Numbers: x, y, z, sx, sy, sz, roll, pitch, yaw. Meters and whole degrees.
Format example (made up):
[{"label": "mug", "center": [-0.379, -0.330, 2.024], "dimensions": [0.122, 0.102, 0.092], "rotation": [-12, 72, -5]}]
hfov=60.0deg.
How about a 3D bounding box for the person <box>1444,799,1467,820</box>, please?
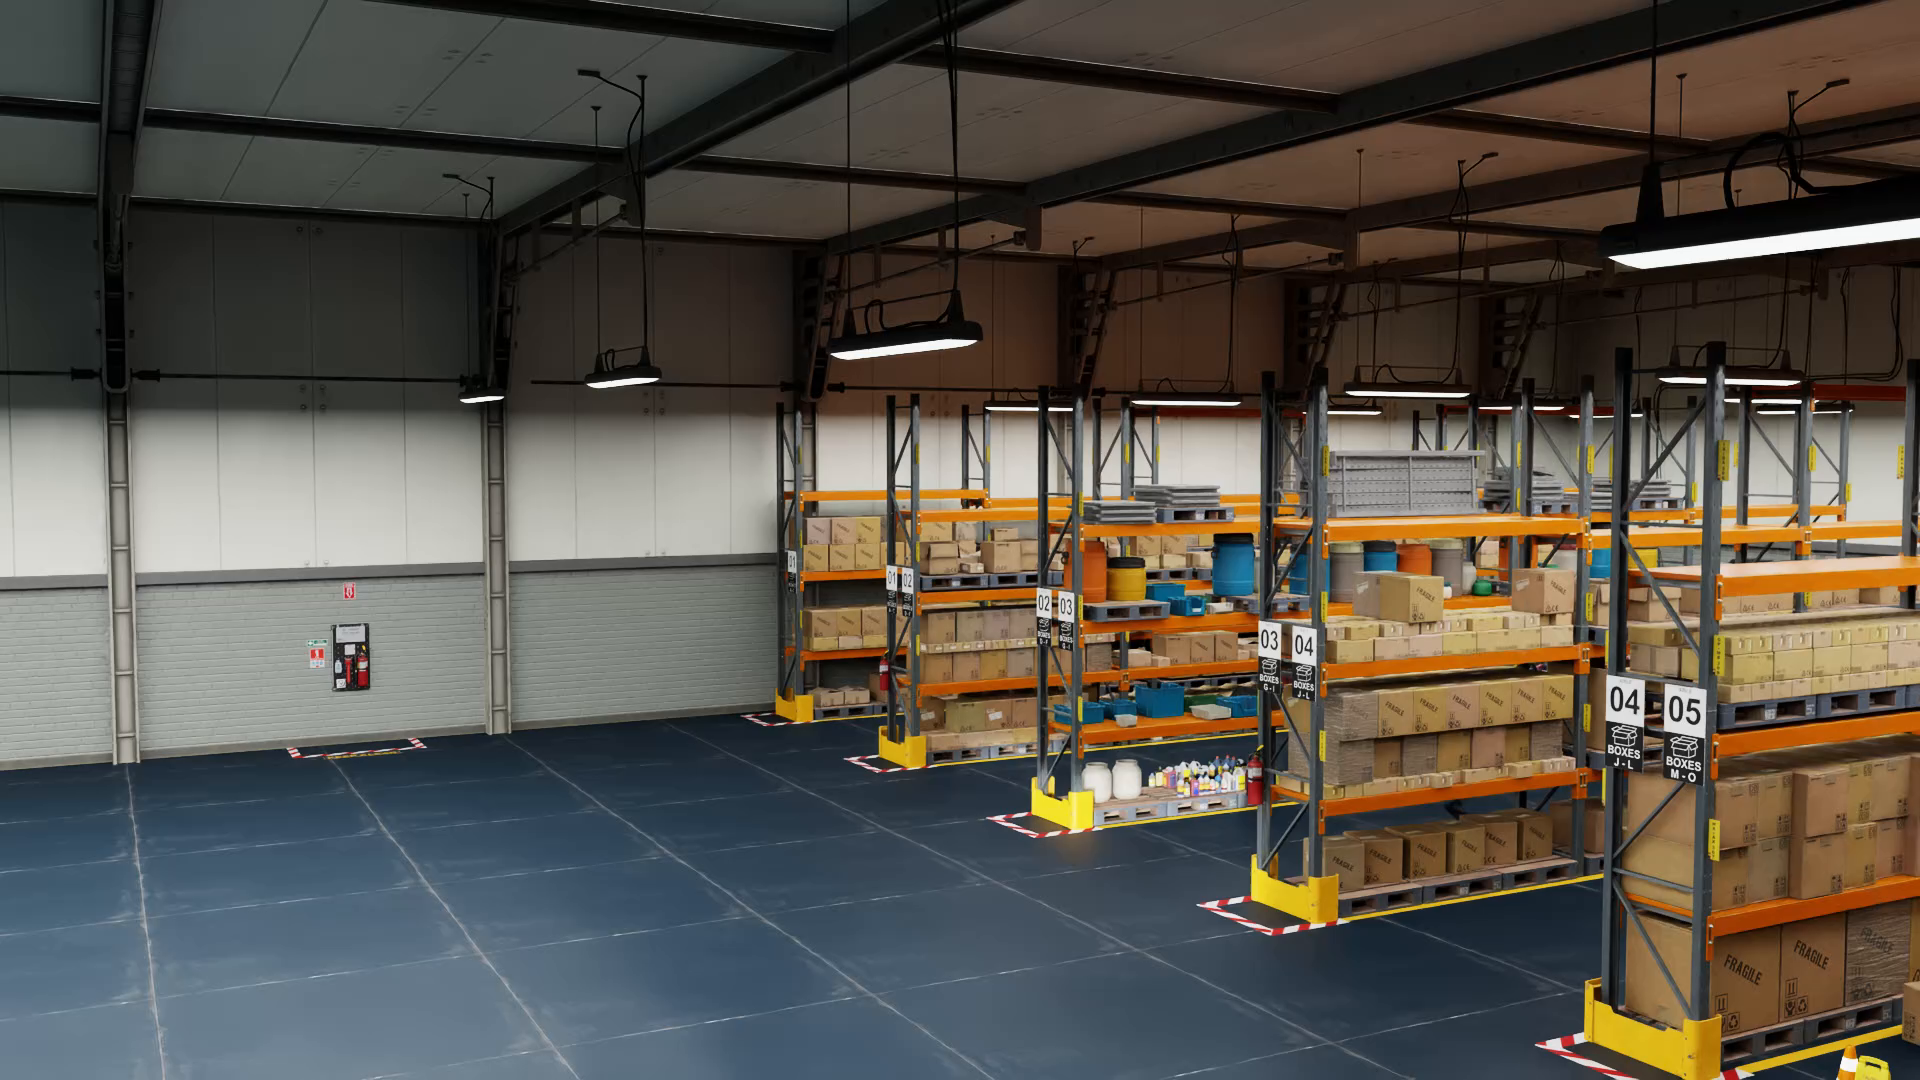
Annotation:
[{"label": "person", "center": [6.496, 3.156, 21.662], "dimensions": [0.451, 1.584, 0.487], "rotation": [-1, 3, -10]}]
